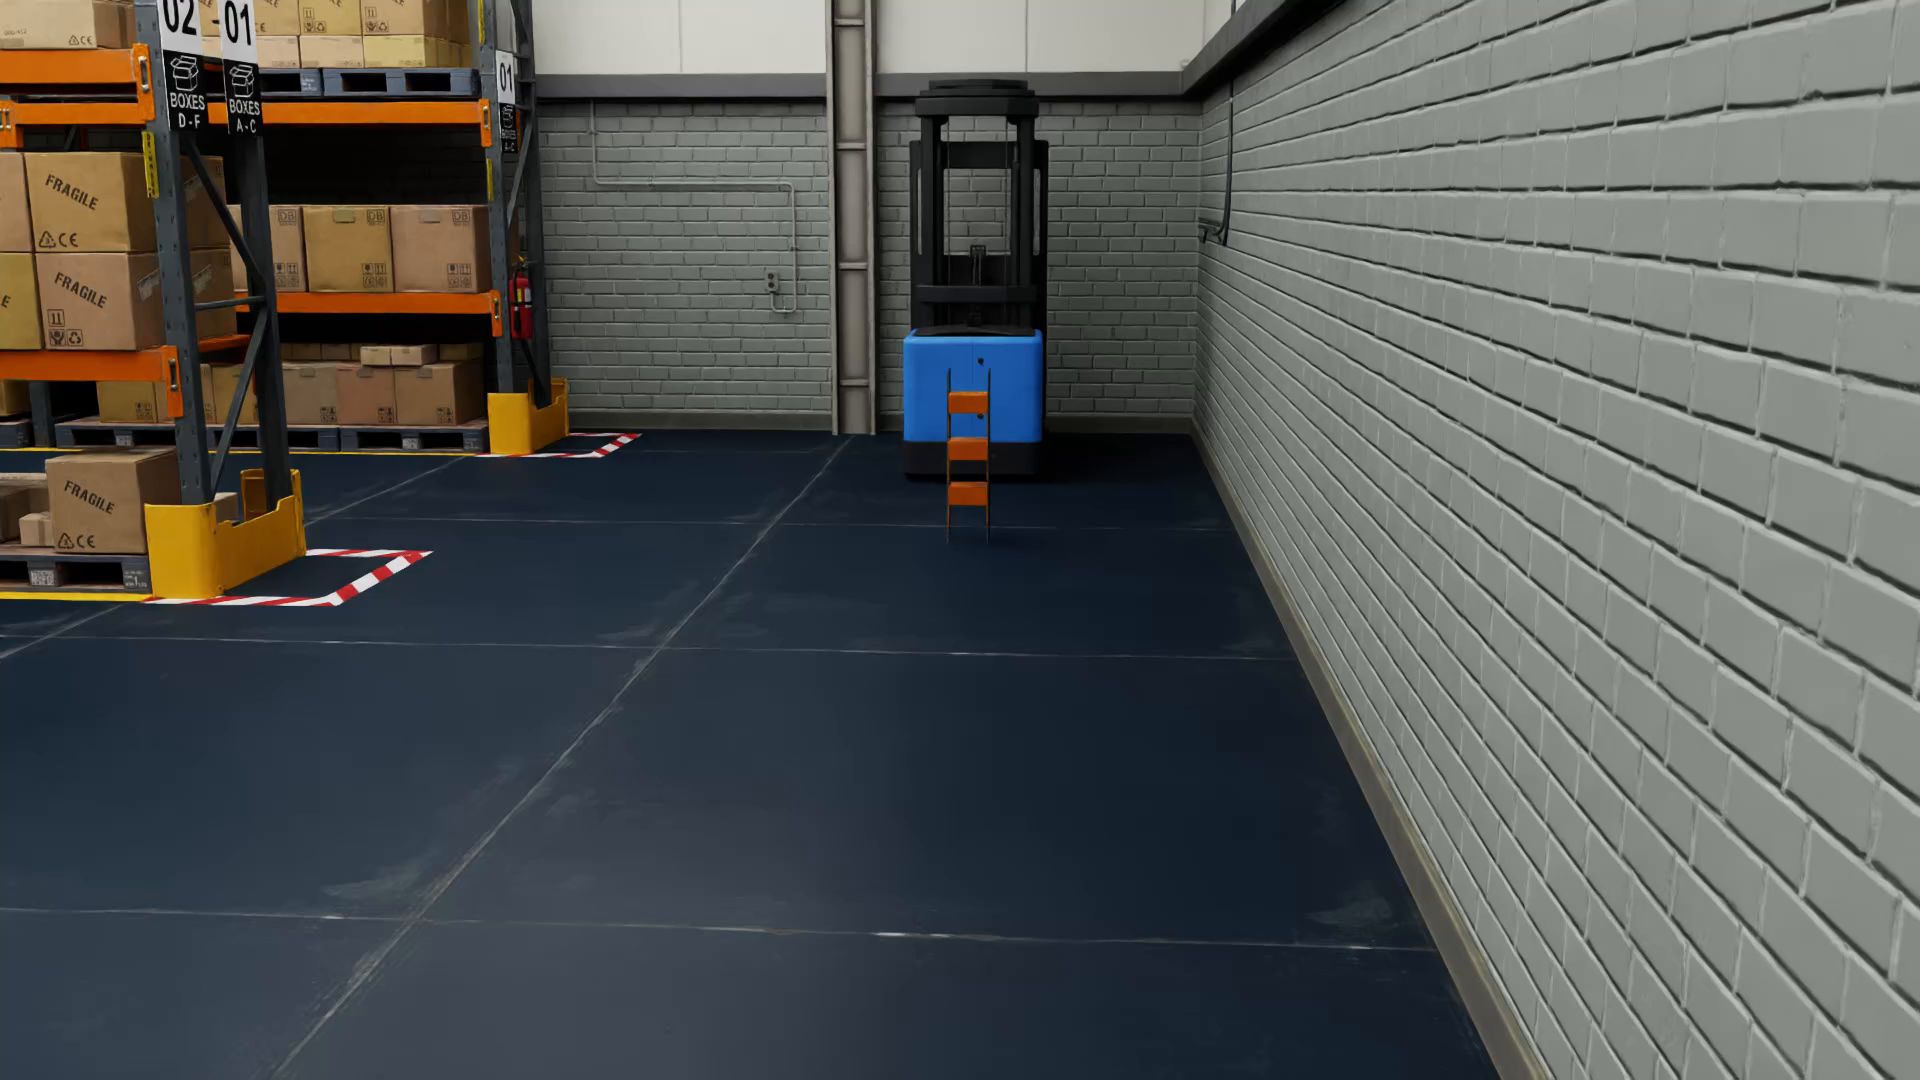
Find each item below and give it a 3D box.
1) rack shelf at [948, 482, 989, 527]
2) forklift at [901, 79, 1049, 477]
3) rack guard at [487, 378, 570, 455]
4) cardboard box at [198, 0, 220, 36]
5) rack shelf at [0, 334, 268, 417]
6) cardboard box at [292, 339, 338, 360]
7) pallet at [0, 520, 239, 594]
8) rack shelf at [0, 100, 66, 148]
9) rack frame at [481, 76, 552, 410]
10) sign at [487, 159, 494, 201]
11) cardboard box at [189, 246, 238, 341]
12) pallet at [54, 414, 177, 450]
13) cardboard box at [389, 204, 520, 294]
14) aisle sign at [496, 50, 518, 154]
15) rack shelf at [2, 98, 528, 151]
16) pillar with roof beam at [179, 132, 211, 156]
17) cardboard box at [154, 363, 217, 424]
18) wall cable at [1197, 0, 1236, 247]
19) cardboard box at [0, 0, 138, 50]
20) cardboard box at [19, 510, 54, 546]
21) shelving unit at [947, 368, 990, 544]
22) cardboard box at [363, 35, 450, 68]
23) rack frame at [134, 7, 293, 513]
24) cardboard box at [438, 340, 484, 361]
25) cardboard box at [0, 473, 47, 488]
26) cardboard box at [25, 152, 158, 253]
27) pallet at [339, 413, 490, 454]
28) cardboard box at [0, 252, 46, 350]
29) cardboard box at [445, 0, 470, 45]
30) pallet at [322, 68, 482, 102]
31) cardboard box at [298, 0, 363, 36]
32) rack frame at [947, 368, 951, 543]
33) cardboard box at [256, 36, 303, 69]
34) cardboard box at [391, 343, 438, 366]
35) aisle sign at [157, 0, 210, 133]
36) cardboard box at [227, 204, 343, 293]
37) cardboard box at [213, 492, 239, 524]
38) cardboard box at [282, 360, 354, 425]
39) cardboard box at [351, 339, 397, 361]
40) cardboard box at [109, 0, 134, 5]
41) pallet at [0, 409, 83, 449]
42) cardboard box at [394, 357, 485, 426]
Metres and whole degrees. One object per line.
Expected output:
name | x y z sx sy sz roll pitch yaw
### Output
rack shelf | 0.053 -0.231 10.216 0.240 0.259 0.215 1 12 4
forklift | 0.160 -2.157 13.422 1.130 2.935 3.031 1 12 3
rack guard | -3.656 -1.064 14.134 0.348 0.500 1.175 1 12 4
cardboard box | -5.971 -4.281 13.344 0.500 0.500 0.500 1 12 4
rack shelf | -6.002 -0.951 9.246 4.000 0.370 1.077 1 12 4
cardboard box | -5.512 -1.633 14.242 0.250 0.149 0.380 1 12 4
pallet | -4.878 0.077 9.383 1.213 0.211 1.003 1 12 4
rack shelf | -9.666 -3.486 14.038 4.000 0.370 1.077 1 12 4
rack frame | -3.680 -2.288 13.879 0.127 3.000 1.000 1 12 4
sign | -3.730 -2.860 13.208 0.005 0.325 0.100 1 12 4
cardboard box | -4.432 -1.385 9.318 0.500 0.500 0.500 1 12 5
pallet | -6.917 -0.951 14.300 1.213 0.211 1.003 1 12 4
cardboard box | -4.189 -2.440 13.872 0.700 0.700 0.980 1 12 6
aisle sign | -3.628 -3.498 13.316 0.004 0.787 0.394 1 12 4
rack shelf | -5.675 -3.431 13.777 4.000 0.370 1.077 1 12 4
pillar with roof beam | -7.202 -4.567 10.121 0.400 9.000 9.100 1 12 4
cardboard box | -6.430 -1.286 14.169 0.500 0.500 0.700 1 12 3
wall cable | 1.940 -3.554 12.864 0.112 2.526 3.097 1 12 4
cardboard box | -4.537 -2.624 8.526 0.500 0.250 0.500 1 12 4
cardboard box | -4.964 -0.085 9.196 0.250 0.166 0.380 1 12 4
shelving unit | 0.053 -0.513 10.157 0.252 1.050 0.215 1 12 4
cardboard box | -4.428 -3.893 13.323 0.500 0.250 0.500 1 12 5
rack frame | -4.007 -1.276 9.041 0.127 3.000 1.000 1 12 4
cardboard box | -4.247 -1.616 14.161 0.250 0.149 0.380 1 12 4
cardboard box | -5.528 -0.224 9.656 0.500 0.250 0.500 1 12 4
cardboard box | -4.469 -1.764 8.689 0.500 0.500 0.500 1 12 3
pallet | -4.483 -0.918 14.141 1.213 0.211 1.003 1 12 4
cardboard box | -4.990 -1.282 8.825 0.500 0.500 0.500 1 12 4
cardboard box | -4.392 -4.364 13.741 0.500 0.500 0.500 0 12 2
pallet | -4.420 -3.721 13.620 1.213 0.211 1.003 1 12 4
cardboard box | -4.927 -4.268 13.283 0.500 0.500 0.500 1 12 5
rack frame | -0.068 -0.515 10.165 0.008 1.050 0.200 1 12 4
cardboard box | -5.467 -3.906 13.385 0.500 0.250 0.500 0 12 2
cardboard box | -4.525 -1.541 13.805 0.250 0.149 0.380 1 12 3
aisle sign | -3.959 -2.485 8.472 0.004 0.787 0.394 1 12 4
cardboard box | -5.676 -2.460 13.968 0.700 0.700 0.980 0 12 1
cardboard box | -4.402 -0.172 9.651 0.250 0.149 0.380 1 12 4
cardboard box | -5.386 -1.273 14.105 0.500 0.500 0.700 0 12 2
cardboard box | -5.002 -1.626 14.210 0.250 0.149 0.380 1 12 4
cardboard box | -4.536 -2.870 8.483 0.500 0.250 0.500 1 12 4
pallet | -8.446 -0.973 14.403 1.213 0.211 1.003 1 12 4
cardboard box | -4.385 -1.259 14.041 0.500 0.500 0.700 1 12 4
